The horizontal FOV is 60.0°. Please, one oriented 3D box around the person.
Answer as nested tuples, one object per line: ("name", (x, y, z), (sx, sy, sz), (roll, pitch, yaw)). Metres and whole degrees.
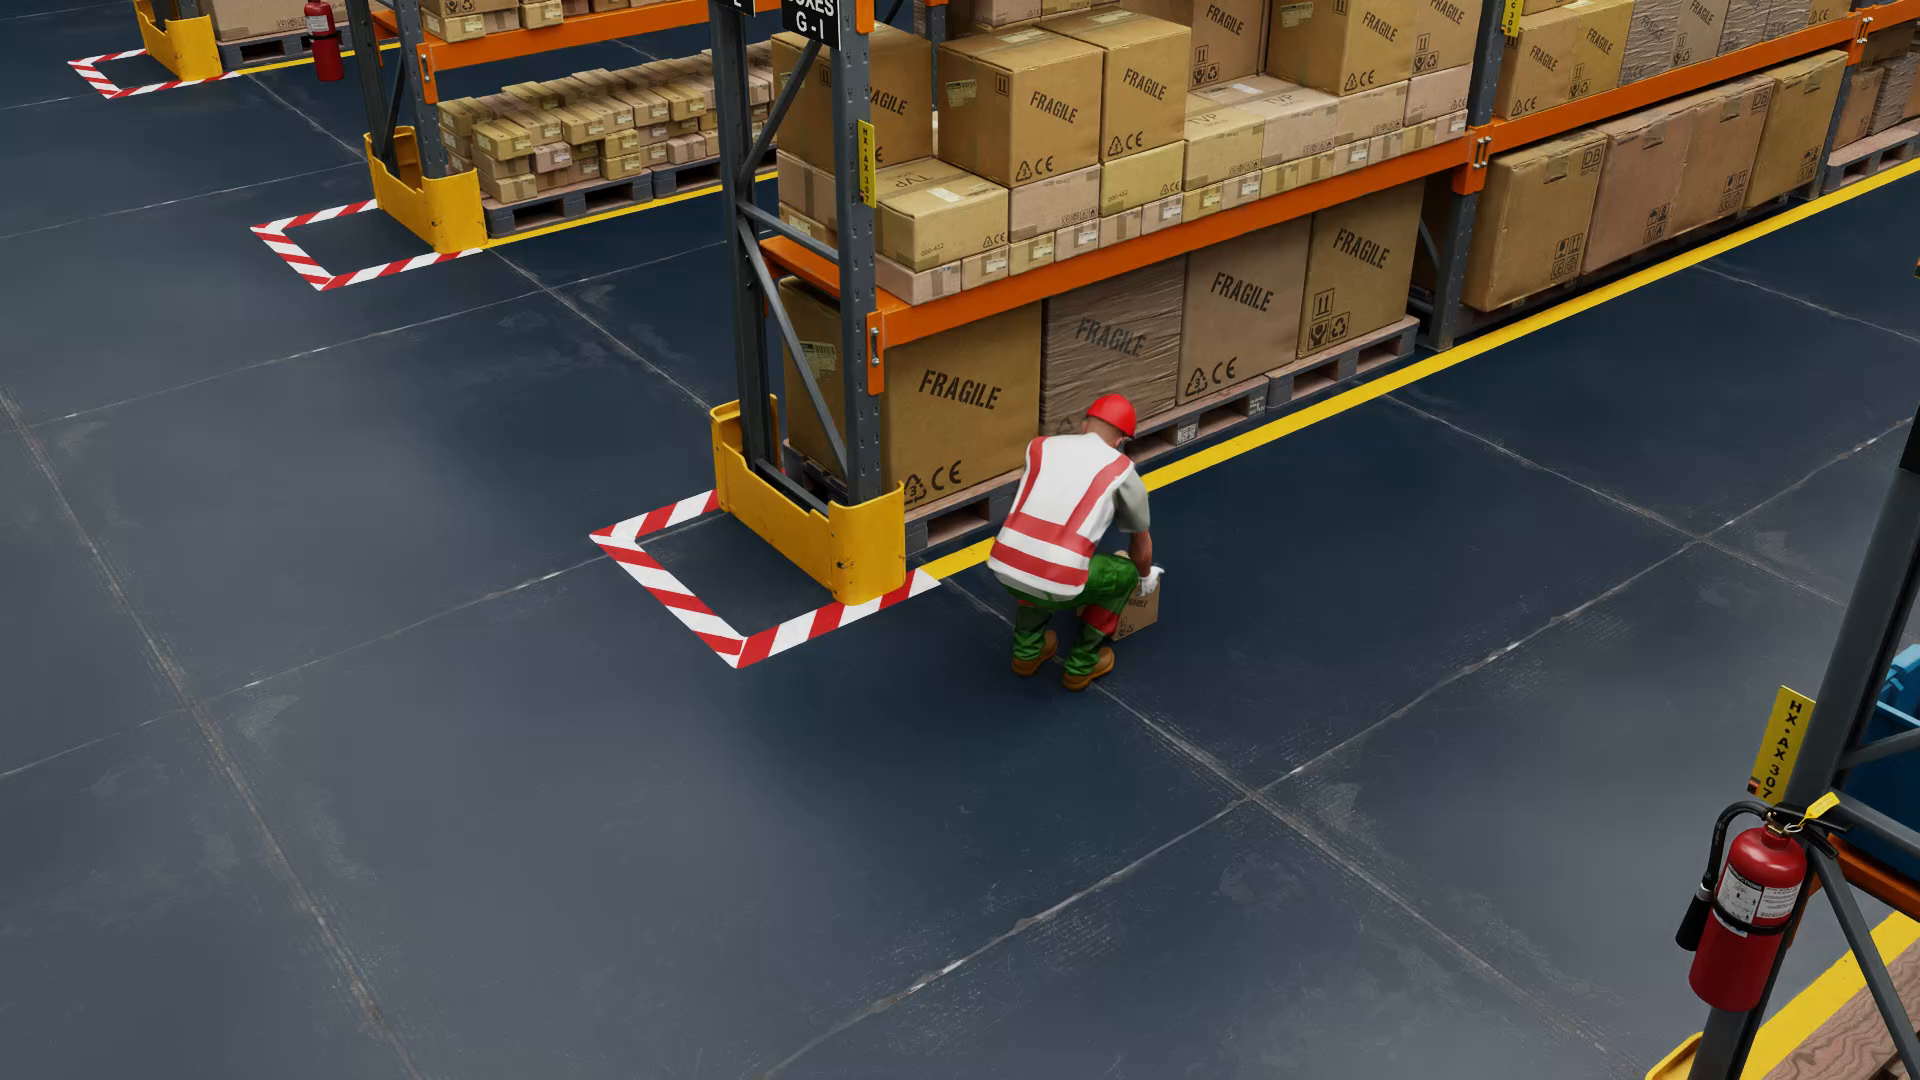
("person", (0.439, 0.025, 6.738), (0.577, 1.091, 0.866), (22, 38, 31))
